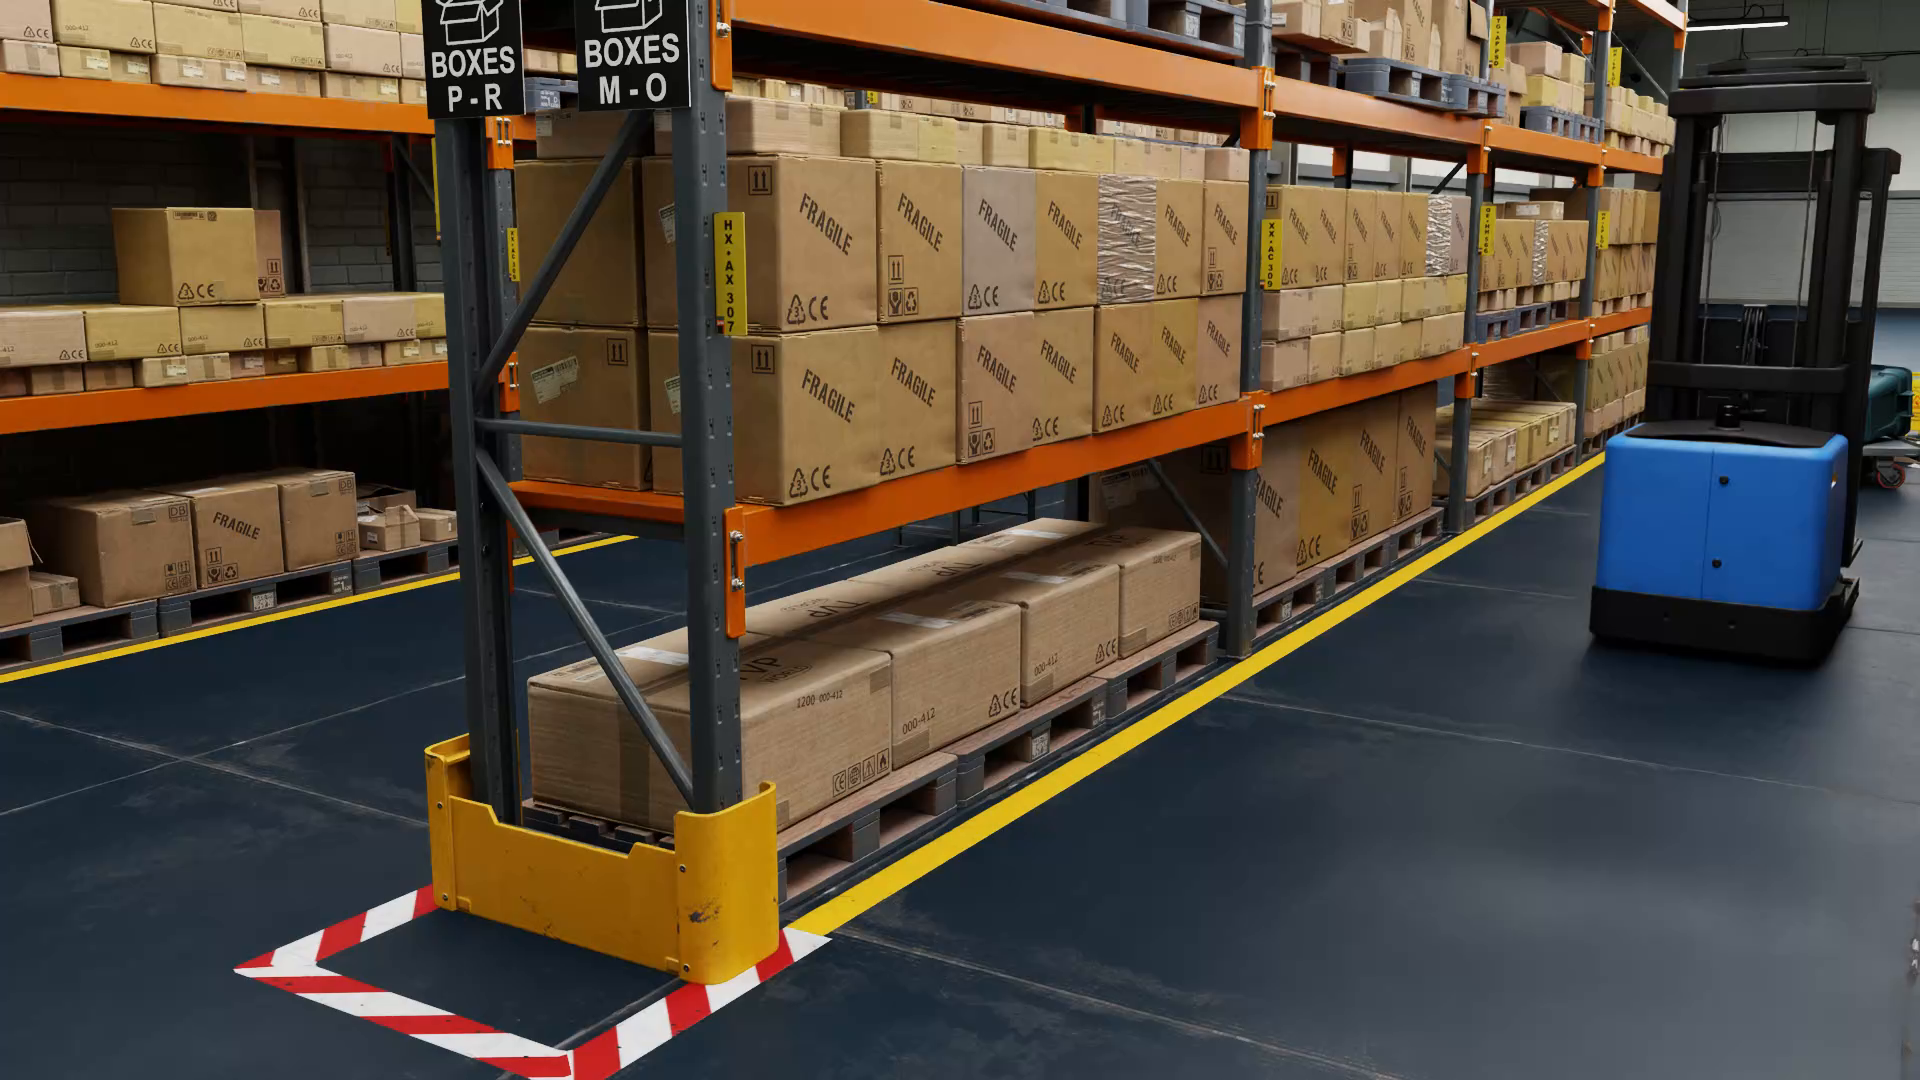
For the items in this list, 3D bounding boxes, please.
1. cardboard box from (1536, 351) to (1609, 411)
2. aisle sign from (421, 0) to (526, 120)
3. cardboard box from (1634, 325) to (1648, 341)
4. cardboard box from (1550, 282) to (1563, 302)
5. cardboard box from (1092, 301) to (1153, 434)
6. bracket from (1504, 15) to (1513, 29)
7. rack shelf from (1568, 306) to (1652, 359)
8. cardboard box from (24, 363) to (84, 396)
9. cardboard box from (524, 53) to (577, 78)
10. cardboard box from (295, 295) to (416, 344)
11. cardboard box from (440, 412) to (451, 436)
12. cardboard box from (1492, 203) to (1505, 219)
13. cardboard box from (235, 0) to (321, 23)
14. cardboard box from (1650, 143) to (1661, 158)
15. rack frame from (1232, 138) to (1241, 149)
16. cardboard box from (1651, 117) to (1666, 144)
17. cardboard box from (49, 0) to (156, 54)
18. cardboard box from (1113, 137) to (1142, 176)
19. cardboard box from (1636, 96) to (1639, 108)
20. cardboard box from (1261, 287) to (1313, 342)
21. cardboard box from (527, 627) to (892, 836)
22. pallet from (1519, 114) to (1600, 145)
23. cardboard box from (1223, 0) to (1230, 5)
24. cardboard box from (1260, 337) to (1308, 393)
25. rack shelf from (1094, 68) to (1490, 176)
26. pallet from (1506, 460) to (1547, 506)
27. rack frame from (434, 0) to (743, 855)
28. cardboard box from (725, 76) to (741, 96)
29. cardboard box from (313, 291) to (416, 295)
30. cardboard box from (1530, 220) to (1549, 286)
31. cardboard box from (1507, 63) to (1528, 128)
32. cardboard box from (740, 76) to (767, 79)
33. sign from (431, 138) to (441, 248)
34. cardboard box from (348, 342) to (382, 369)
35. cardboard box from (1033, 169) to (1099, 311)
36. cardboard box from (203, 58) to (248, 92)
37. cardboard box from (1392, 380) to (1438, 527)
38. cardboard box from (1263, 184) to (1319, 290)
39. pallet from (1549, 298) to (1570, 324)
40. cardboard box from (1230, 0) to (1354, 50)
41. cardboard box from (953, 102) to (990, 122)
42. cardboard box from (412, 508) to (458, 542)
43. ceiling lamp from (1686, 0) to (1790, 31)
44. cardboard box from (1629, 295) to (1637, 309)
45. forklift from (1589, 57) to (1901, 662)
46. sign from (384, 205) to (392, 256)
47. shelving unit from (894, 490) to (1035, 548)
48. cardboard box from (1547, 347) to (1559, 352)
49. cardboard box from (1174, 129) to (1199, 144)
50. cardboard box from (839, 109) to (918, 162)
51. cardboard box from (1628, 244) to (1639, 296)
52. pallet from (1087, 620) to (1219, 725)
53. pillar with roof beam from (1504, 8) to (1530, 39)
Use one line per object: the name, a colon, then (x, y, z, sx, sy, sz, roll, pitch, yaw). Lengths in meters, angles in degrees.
cardboard box: (5.680, -1.481, 15.423, 0.500, 0.500, 0.500, 7, 13, 33)
aisle sign: (-1.389, -1.600, 4.697, 0.394, 0.787, 0.004, 6, 12, 31)
cardboard box: (6.894, -2.147, 17.217, 0.380, 0.149, 0.250, 7, 13, 32)
cardboard box: (4.728, -2.042, 13.668, 0.380, 0.149, 0.250, 7, 12, 31)
cardboard box: (0.457, -0.723, 6.805, 0.500, 0.500, 0.500, 6, 12, 30)
bracket: (11.277, -10.720, 34.393, 0.235, 0.232, 0.430, 6, 12, 31)
rack shelf: (6.182, -2.152, 16.666, 1.077, 0.370, 4.000, 6, 12, 31)
cardboard box: (-4.543, -0.802, 8.185, 0.380, 0.149, 0.250, 7, 13, 32)
cardboard box: (-2.595, -3.059, 10.676, 0.380, 0.149, 0.250, 7, 12, 31)
cardboard box: (-3.558, -1.295, 9.735, 0.500, 0.250, 0.500, 6, 12, 31)
cardboard box: (-3.310, -0.788, 11.317, 0.380, 0.149, 0.250, 6, 12, 28)
cardboard box: (4.597, -2.871, 14.570, 0.380, 0.149, 0.250, 6, 12, 30)
cardboard box: (-3.837, -2.937, 8.994, 0.500, 0.250, 0.500, 7, 12, 32)
cardboard box: (7.005, -4.007, 17.153, 0.380, 0.149, 0.250, 7, 13, 32)
rack frame: (2.976, -6.242, 20.258, 1.000, 3.000, 0.127, 6, 12, 31)
cardboard box: (6.911, -4.183, 17.008, 0.500, 0.250, 0.500, 6, 12, 30)
cardboard box: (-4.345, -2.529, 8.174, 0.500, 0.250, 0.500, 6, 12, 29)
cardboard box: (0.519, -1.560, 6.796, 0.380, 0.149, 0.250, 6, 12, 30)
cardboard box: (6.322, -4.204, 16.040, 0.380, 0.149, 0.250, 7, 13, 32)
cardboard box: (1.459, -1.147, 8.393, 0.500, 0.250, 0.500, 6, 12, 29)
cardboard box: (-0.830, 0.636, 5.642, 0.875, 0.438, 0.875, 6, 12, 29)
pallet: (4.732, -3.486, 14.197, 1.213, 0.211, 1.003, 6, 12, 31)
cardboard box: (1.268, -2.728, 8.740, 0.500, 0.311, 0.500, 6, 12, 31)
cardboard box: (1.444, -0.903, 8.448, 0.500, 0.250, 0.500, 6, 12, 29)
rack shelf: (2.028, -2.368, 9.670, 1.077, 0.370, 4.000, 6, 12, 31)
pallet: (4.108, -0.505, 13.493, 1.003, 0.211, 1.213, 6, 12, 31)
rack frame: (-1.087, -0.304, 4.839, 1.000, 3.000, 0.127, 6, 12, 31)
cardboard box: (-1.846, -3.353, 12.302, 0.380, 0.149, 0.250, 7, 13, 32)
cardboard box: (-3.742, -1.427, 10.437, 0.500, 0.250, 0.500, 6, 12, 30)
cardboard box: (4.299, -2.257, 13.051, 0.500, 0.500, 0.500, 6, 12, 29)
cardboard box: (3.834, -3.330, 12.570, 0.797, 0.503, 0.637, 6, 12, 31)
cardboard box: (-1.648, -3.532, 12.446, 0.380, 0.149, 0.250, 6, 12, 29)
sign: (-1.543, -1.043, 4.999, 0.100, 0.325, 0.005, 6, 12, 31)
cardboard box: (-3.594, -1.084, 9.688, 0.380, 0.149, 0.250, 7, 13, 32)
cardboard box: (0.187, -1.135, 6.289, 0.500, 0.500, 0.500, 6, 12, 31)
cardboard box: (-3.963, -2.428, 8.715, 0.380, 0.149, 0.250, 7, 13, 32)
cardboard box: (2.637, -0.623, 11.179, 0.875, 0.875, 0.875, 6, 12, 30)
cardboard box: (1.464, -1.515, 8.321, 0.500, 0.500, 0.500, 7, 12, 31)
pallet: (4.622, -1.990, 14.370, 1.003, 0.211, 1.213, 6, 12, 31)
cardboard box: (1.695, -2.774, 8.468, 0.500, 0.500, 0.500, 6, 12, 30)
cardboard box: (-0.065, -4.065, 15.096, 0.500, 0.500, 0.500, 7, 13, 32)
cardboard box: (-3.293, -0.096, 10.335, 0.380, 0.149, 0.250, 6, 12, 29)
ceiling lamp: (14.743, -11.312, 31.475, 2.000, 3.185, 0.800, 6, 12, 31)
cardboard box: (6.604, -2.409, 16.770, 0.380, 0.149, 0.250, 6, 12, 30)
forklift: (4.429, -1.077, 9.159, 1.130, 2.935, 3.031, 7, 13, 32)
sign: (-3.731, -2.028, 10.903, 0.100, 0.325, 0.005, 6, 12, 31)
shelving unit: (0.044, -0.751, 11.302, 0.538, 1.500, 1.048, 6, 12, 31)
cardboard box: (5.484, -1.613, 16.127, 0.500, 0.500, 0.500, 7, 12, 32)
cardboard box: (2.337, -4.828, 19.171, 0.700, 0.500, 0.500, 6, 12, 31)
cardboard box: (-0.358, -1.270, 5.251, 0.380, 0.149, 0.250, 7, 13, 32)
cardboard box: (6.368, -2.669, 16.394, 0.500, 0.500, 0.500, 7, 12, 31)
pallet: (0.528, 0.550, 7.857, 1.003, 0.211, 1.213, 6, 12, 31)
pillar with roof beam: (14.868, -8.639, 33.057, 9.100, 9.000, 0.548, 6, 12, 31)
